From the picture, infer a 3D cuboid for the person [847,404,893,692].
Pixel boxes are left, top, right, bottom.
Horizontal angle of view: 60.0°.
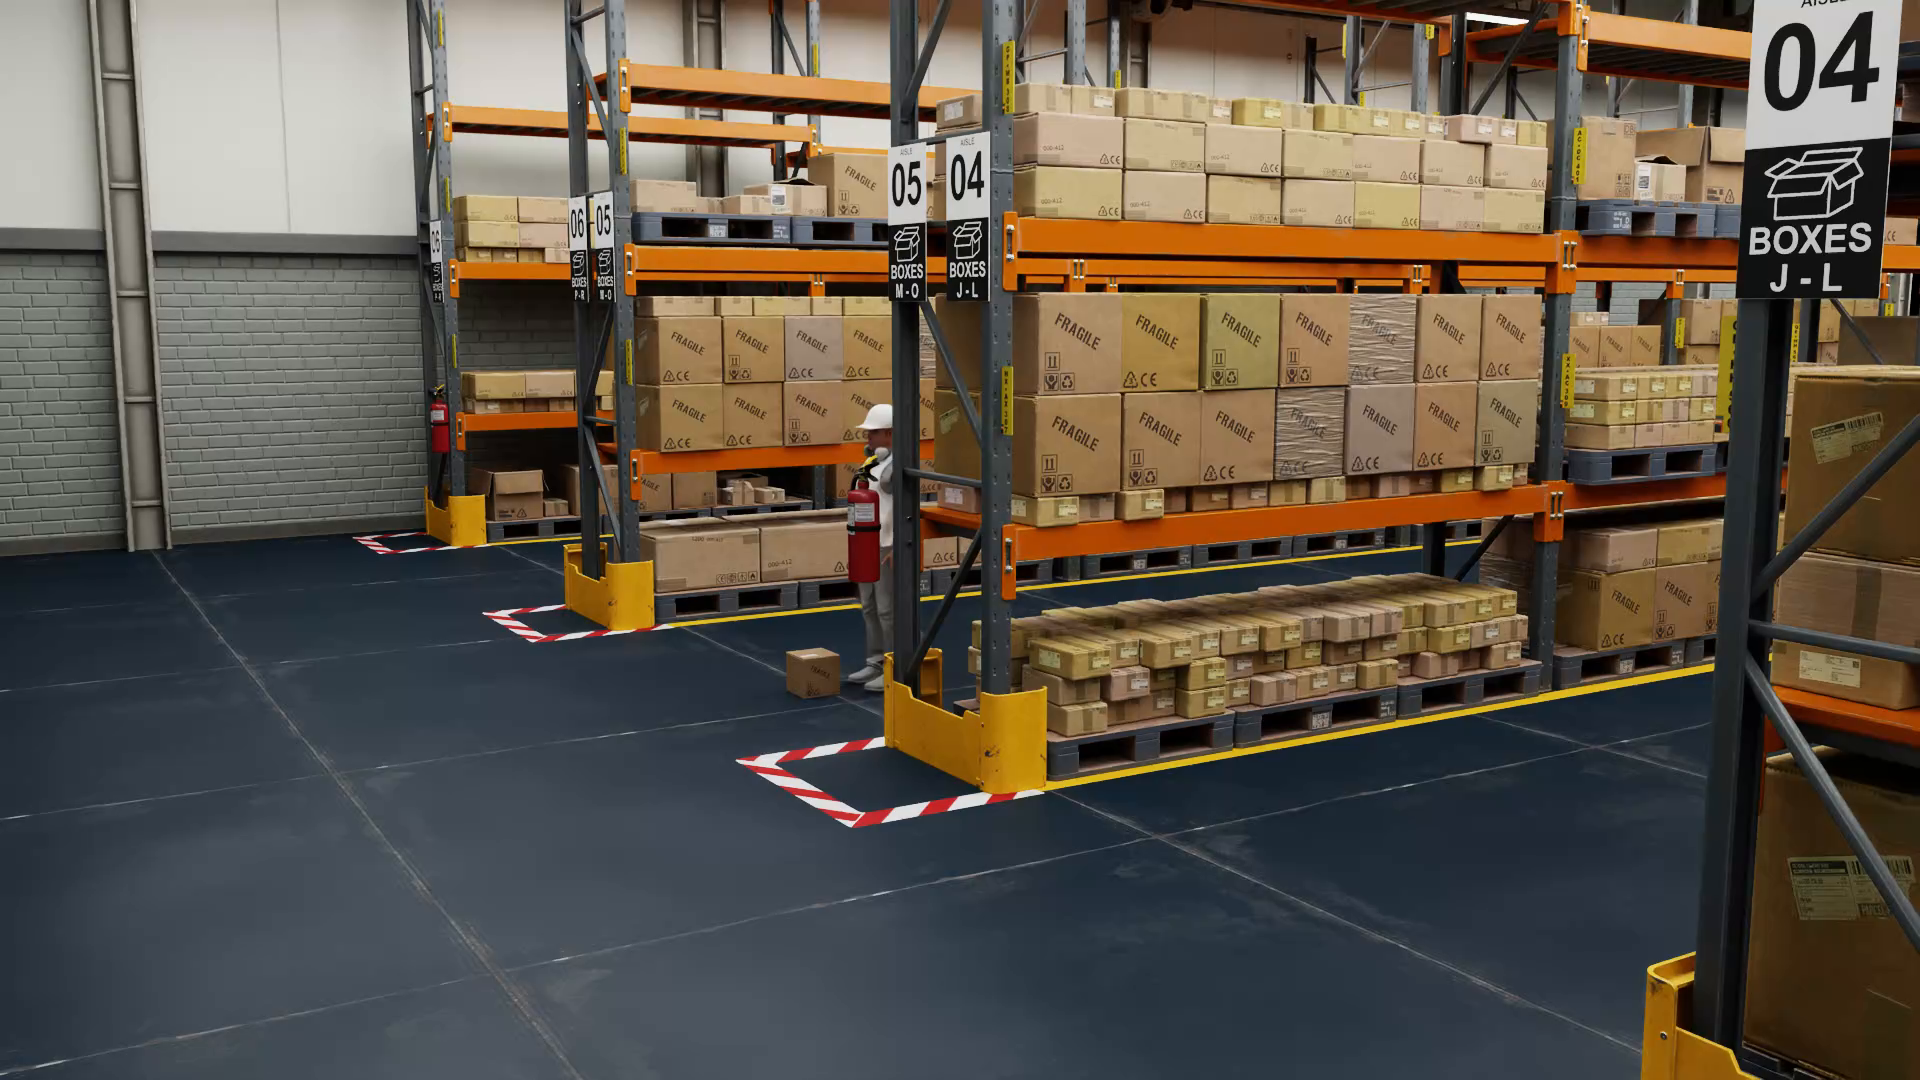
[{"bbox_3d":[-0.503,0.039,10.441,0.376,1.776,0.531,-5,9,-29],"label":"person"}]
